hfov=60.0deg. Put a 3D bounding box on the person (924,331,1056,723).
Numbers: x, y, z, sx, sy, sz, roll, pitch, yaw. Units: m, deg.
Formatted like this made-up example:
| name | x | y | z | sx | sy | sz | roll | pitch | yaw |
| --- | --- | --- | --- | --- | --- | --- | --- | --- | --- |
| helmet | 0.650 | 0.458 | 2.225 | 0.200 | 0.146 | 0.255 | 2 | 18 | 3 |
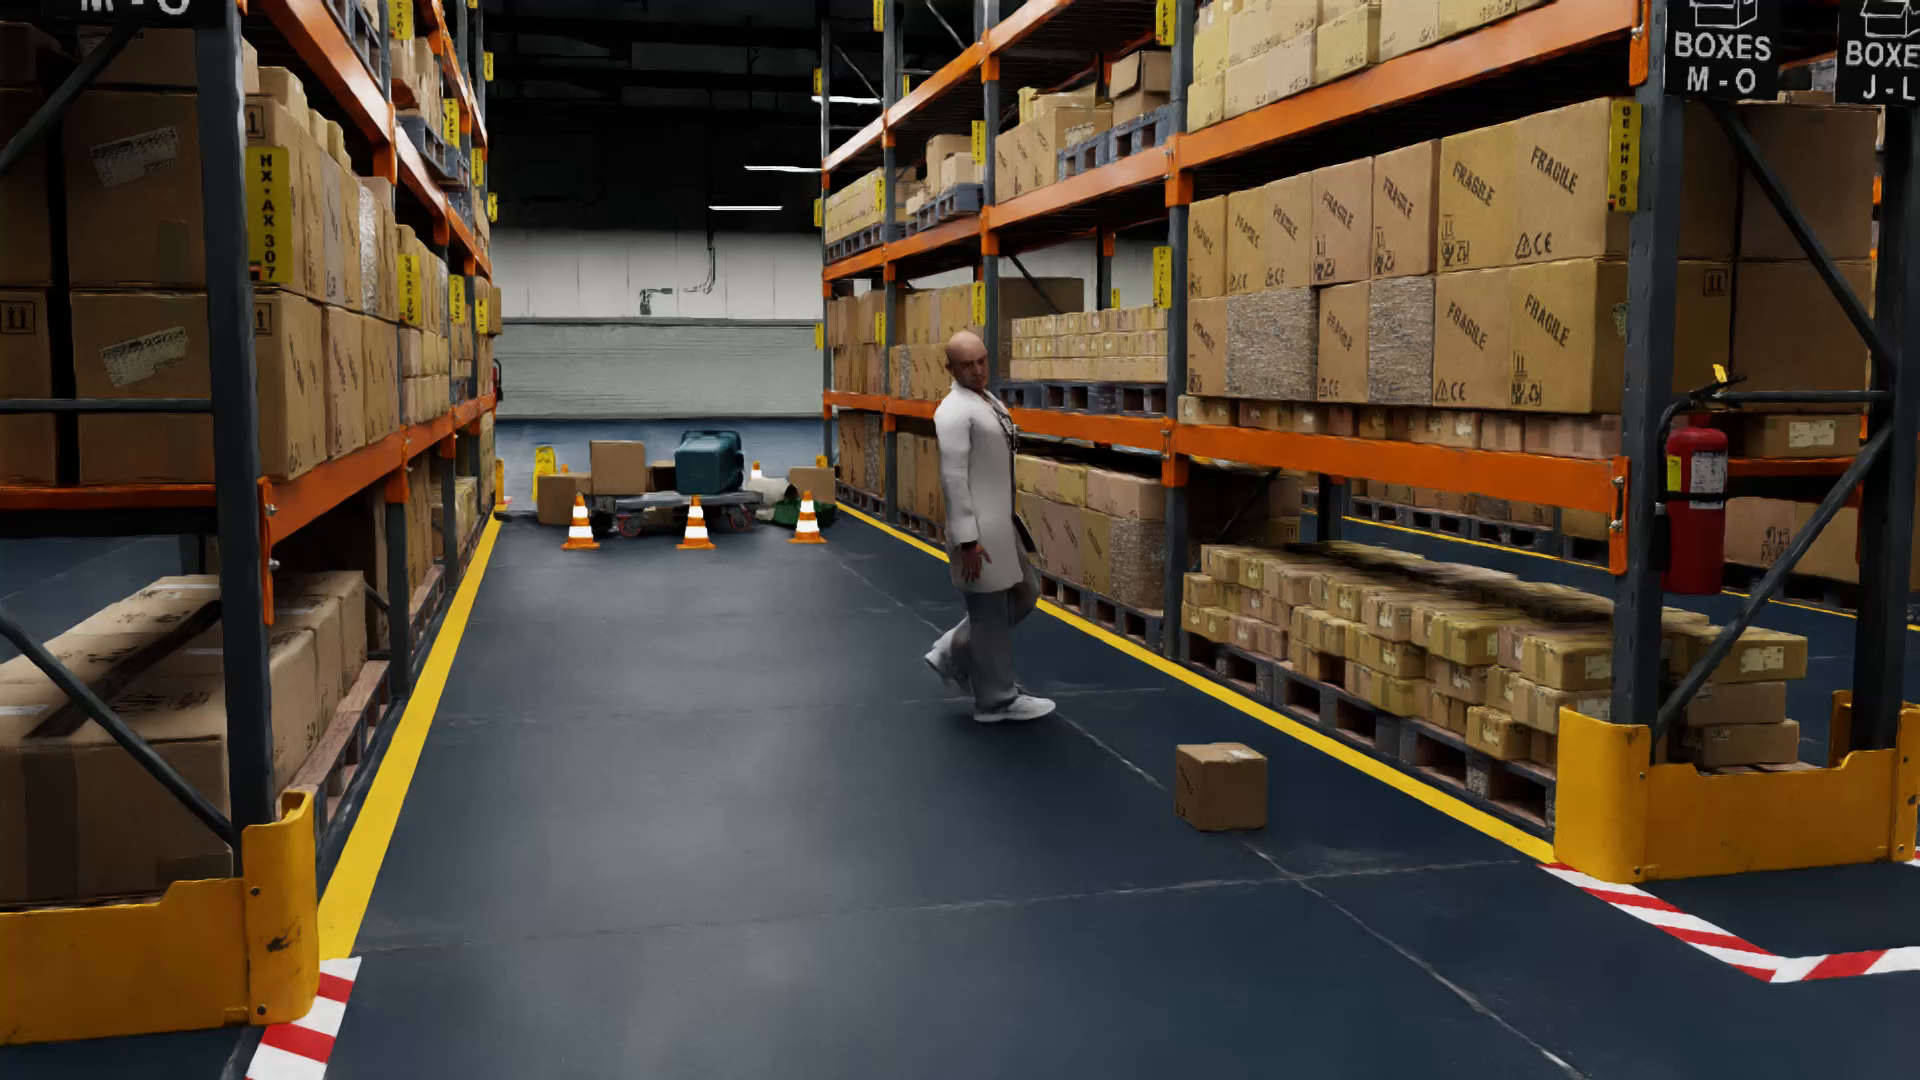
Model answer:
| name | x | y | z | sx | sy | sz | roll | pitch | yaw |
| --- | --- | --- | --- | --- | --- | --- | --- | --- | --- |
| person | 0.124 | -0.040 | 7.367 | 0.602 | 1.754 | 0.668 | 1 | 6 | 5 |
